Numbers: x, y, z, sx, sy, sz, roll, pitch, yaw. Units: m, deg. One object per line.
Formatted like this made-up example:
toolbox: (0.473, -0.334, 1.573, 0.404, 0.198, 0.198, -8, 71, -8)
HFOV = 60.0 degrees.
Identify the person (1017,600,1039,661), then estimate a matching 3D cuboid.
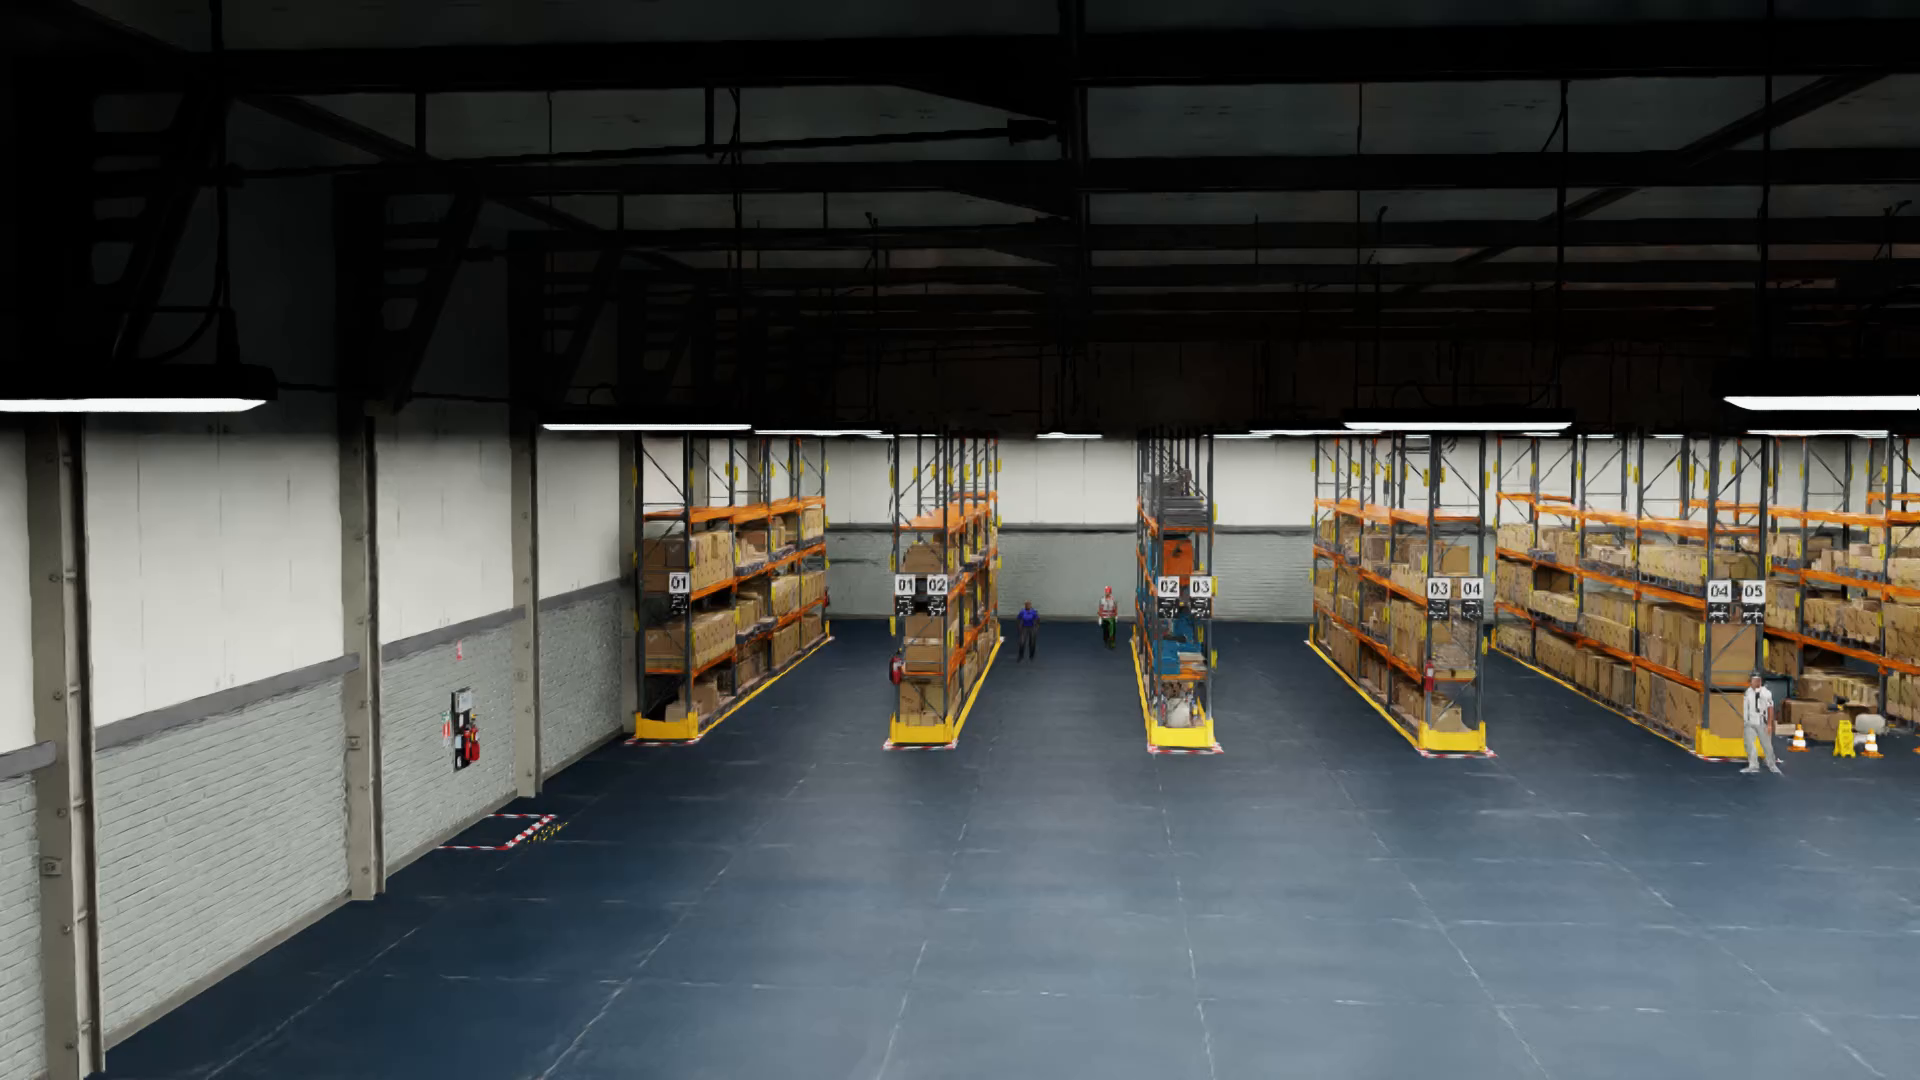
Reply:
person: (1.761, 2.338, 43.124, 0.592, 1.604, 0.518, 0, 3, 3)

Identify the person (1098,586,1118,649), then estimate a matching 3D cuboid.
person: (4.061, 2.111, 45.653, 0.553, 1.709, 1.123, 0, 3, 7)

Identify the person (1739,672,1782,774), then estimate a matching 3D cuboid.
person: (13.770, 3.137, 28.594, 0.561, 1.749, 0.655, -1, 4, -22)
